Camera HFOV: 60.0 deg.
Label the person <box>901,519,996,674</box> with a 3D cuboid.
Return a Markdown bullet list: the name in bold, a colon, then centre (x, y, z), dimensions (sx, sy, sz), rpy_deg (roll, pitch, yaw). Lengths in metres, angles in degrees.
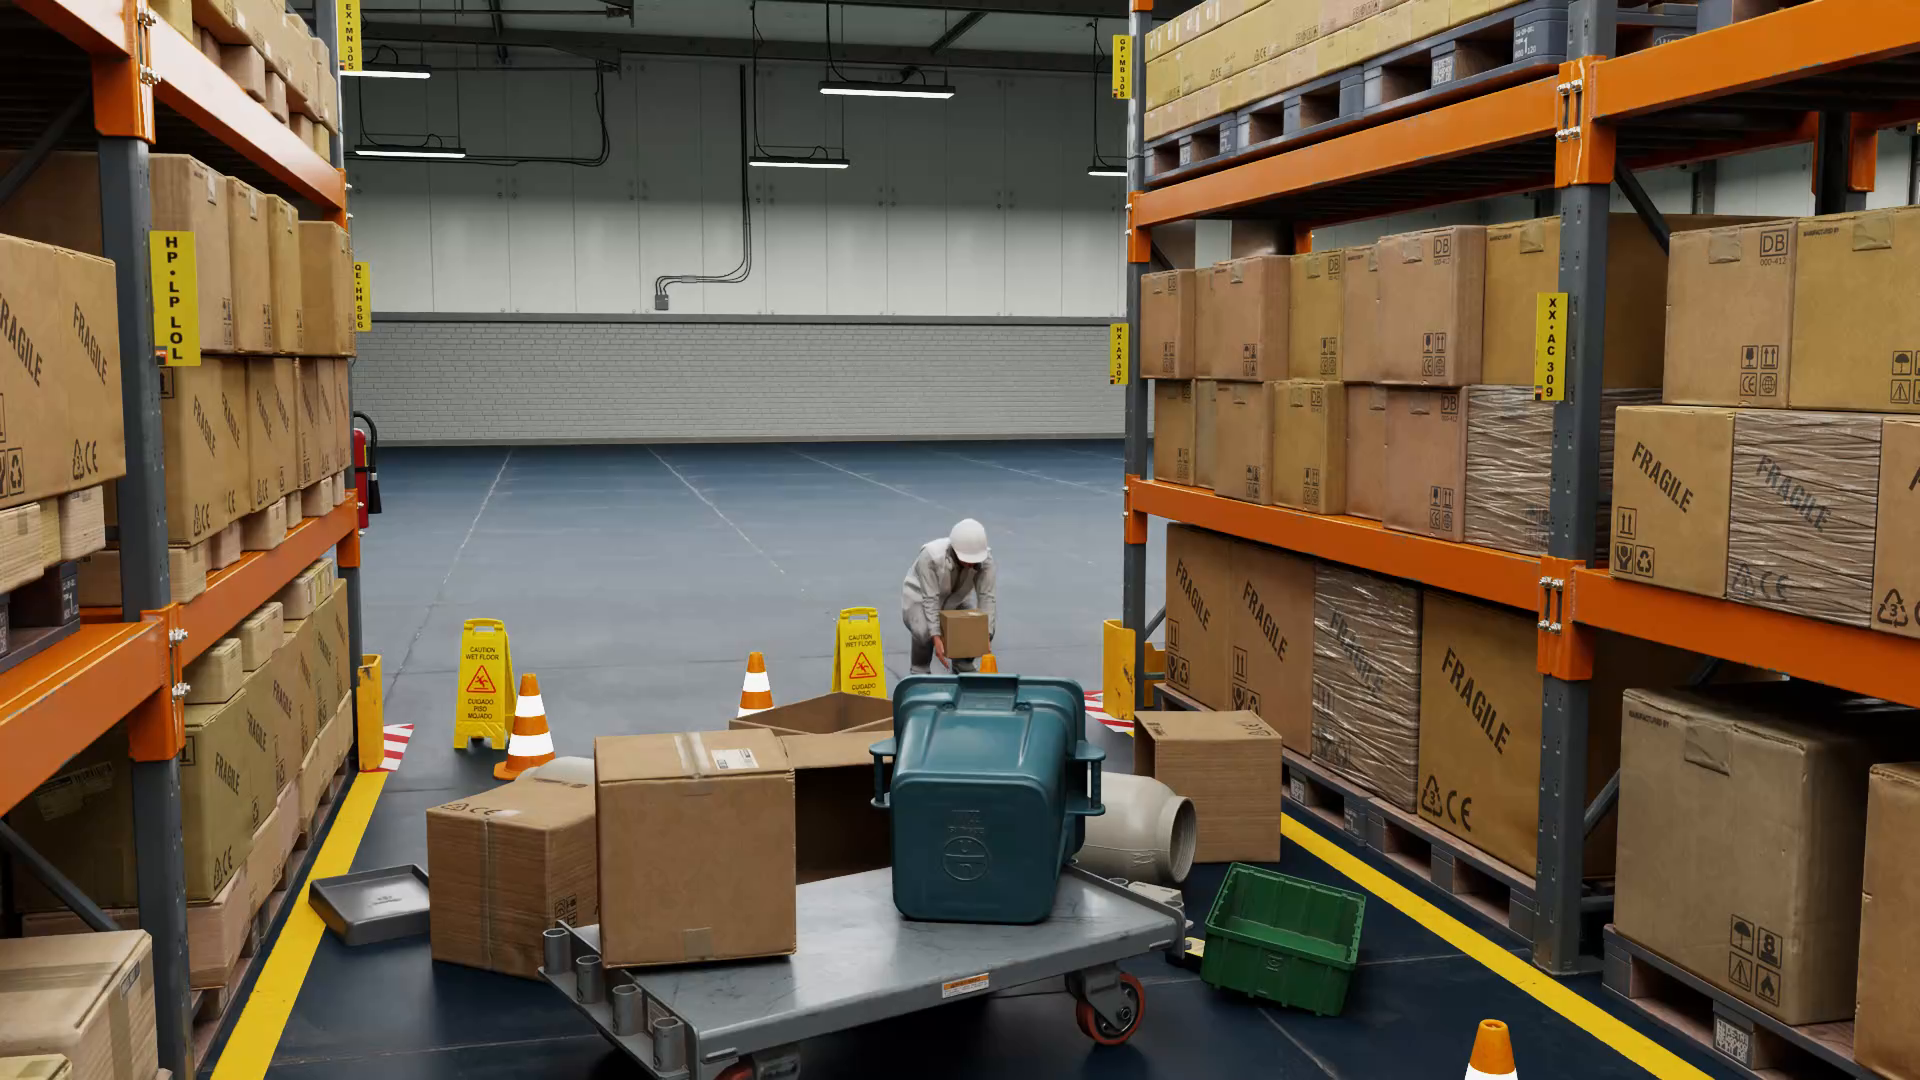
- **person**: centre (-0.061, 0.353, 10.191), dimensions (0.524, 1.008, 0.881), rpy_deg (-2, 6, -15)
